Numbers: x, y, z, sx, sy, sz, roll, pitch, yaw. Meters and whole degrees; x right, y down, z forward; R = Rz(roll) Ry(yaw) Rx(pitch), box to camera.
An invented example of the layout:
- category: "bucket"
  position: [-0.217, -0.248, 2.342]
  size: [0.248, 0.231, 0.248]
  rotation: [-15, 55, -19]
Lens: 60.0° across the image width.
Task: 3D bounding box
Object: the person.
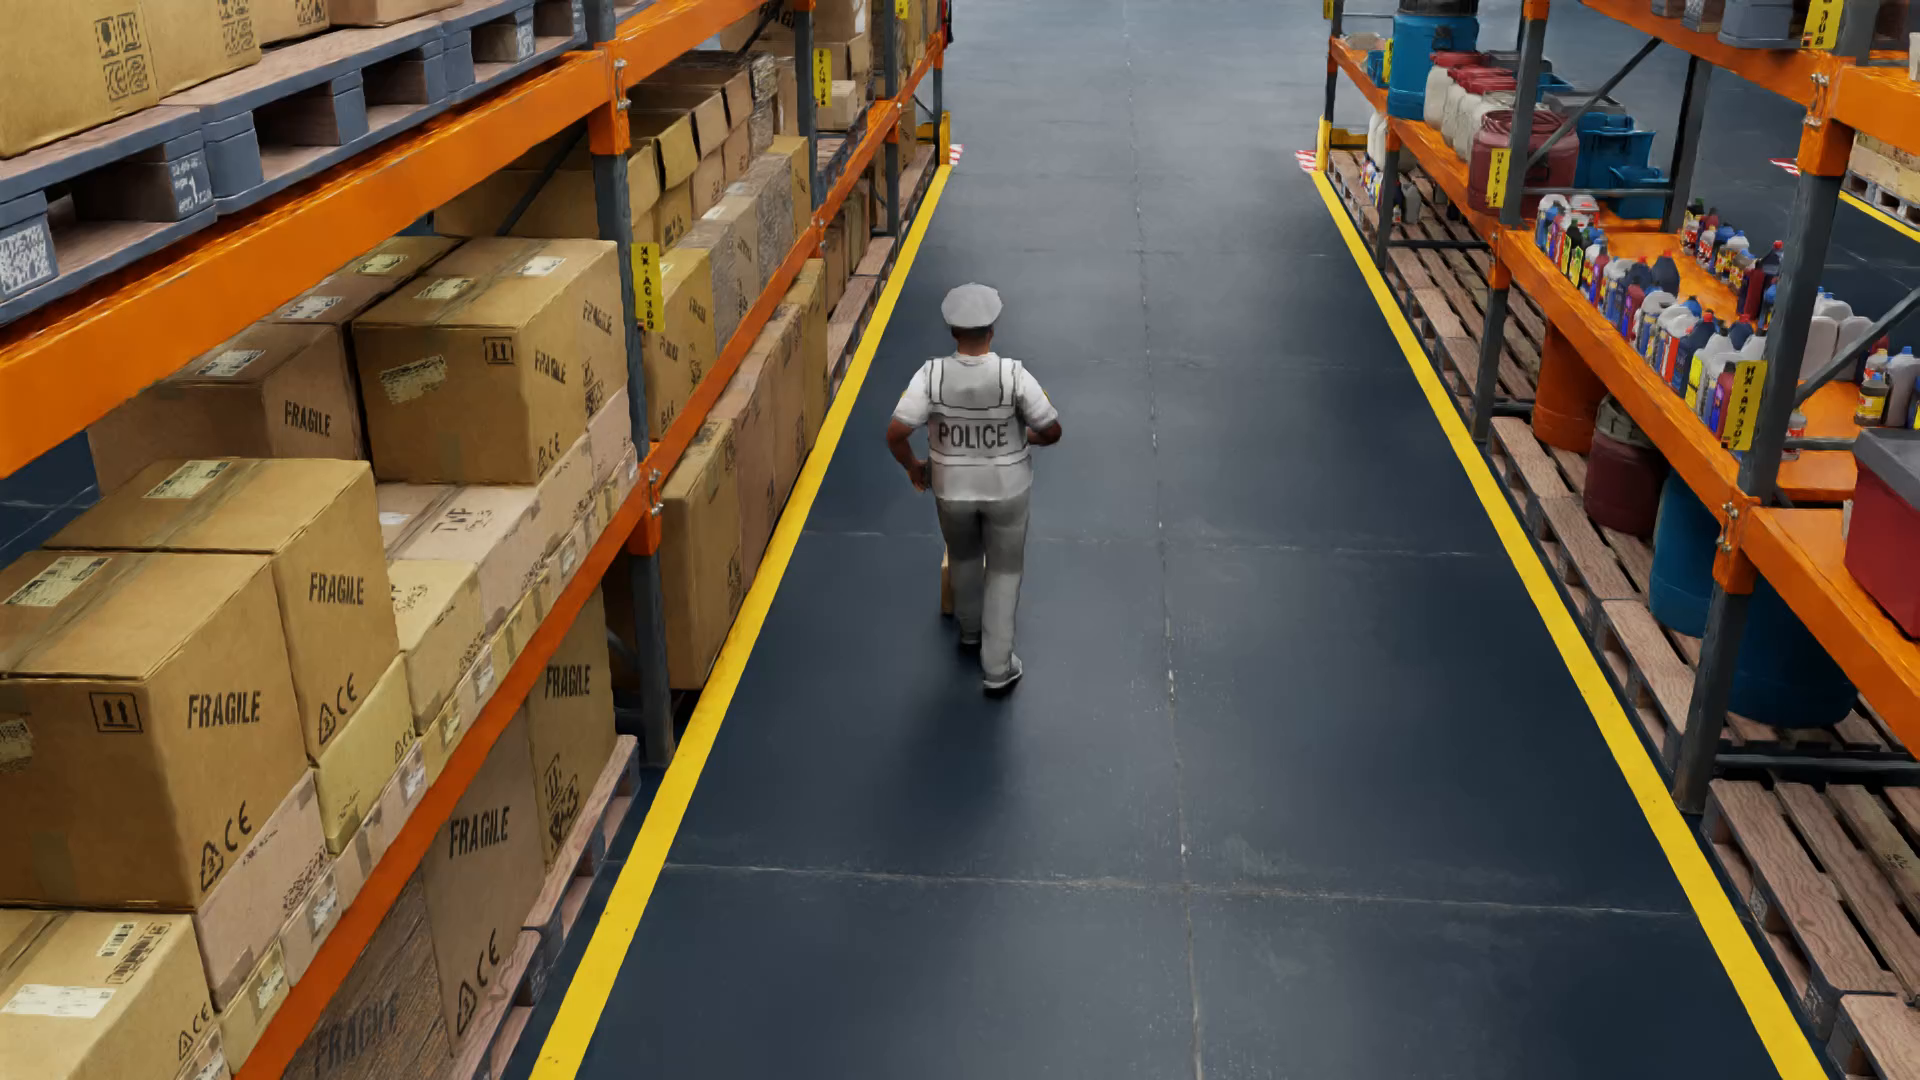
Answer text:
- category: "person"
  position: [0.096, -0.271, 7.161]
  size: [0.710, 1.781, 0.750]
  rotation: [4, 25, 8]
